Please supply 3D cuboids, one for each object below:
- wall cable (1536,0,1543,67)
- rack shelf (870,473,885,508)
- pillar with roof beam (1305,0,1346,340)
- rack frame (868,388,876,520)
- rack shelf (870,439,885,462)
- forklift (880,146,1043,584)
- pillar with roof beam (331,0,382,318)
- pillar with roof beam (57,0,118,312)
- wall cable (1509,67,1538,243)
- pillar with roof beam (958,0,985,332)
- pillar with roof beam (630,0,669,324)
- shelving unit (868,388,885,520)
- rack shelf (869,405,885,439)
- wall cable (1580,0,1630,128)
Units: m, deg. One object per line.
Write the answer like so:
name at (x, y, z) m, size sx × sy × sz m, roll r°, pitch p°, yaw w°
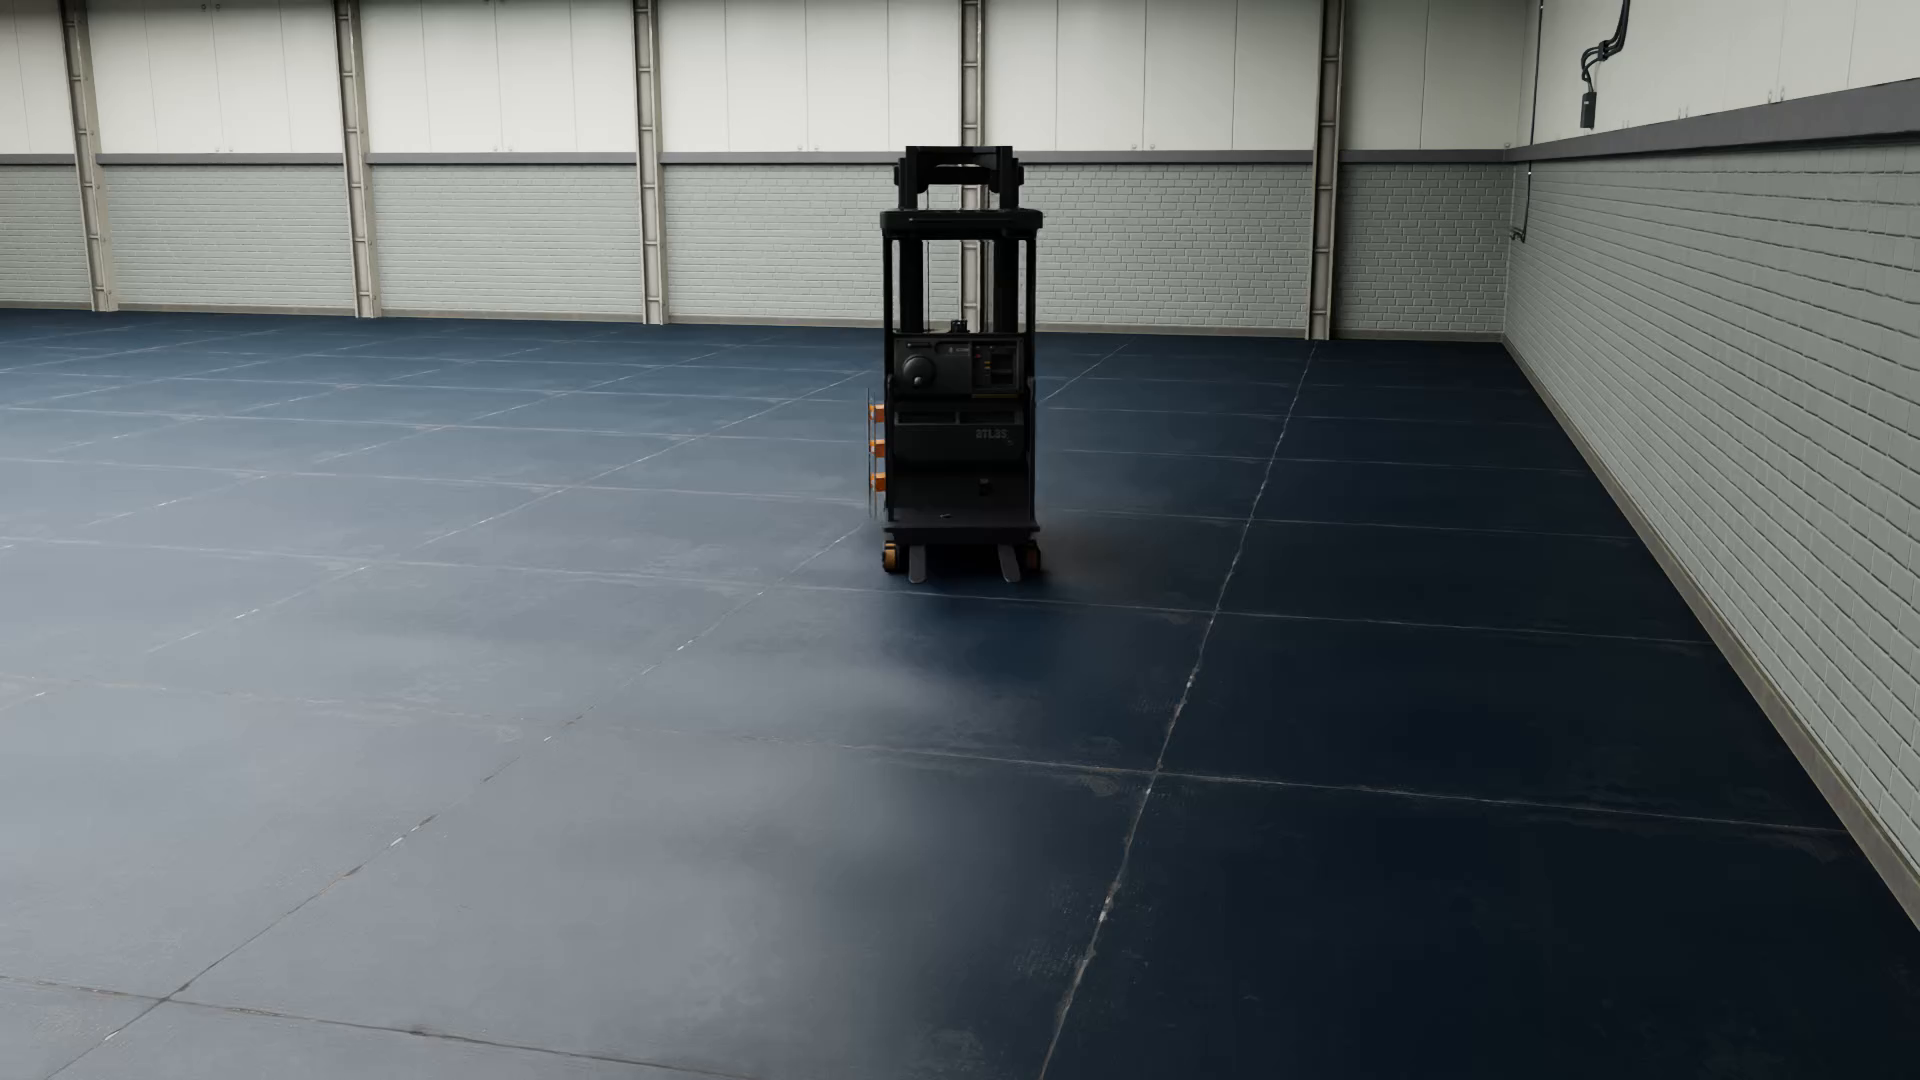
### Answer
wall cable at (7.919, -7.733, 22.323) m, size 0.112 × 2.526 × 3.097 m, roll 3°, pitch 13°, yaw 14°
rack shelf at (-0.595, -0.418, 13.524) m, size 0.240 × 0.259 × 0.215 m, roll -4°, pitch 13°, yaw -18°
pillar with roof beam at (4.993, -6.878, 22.960) m, size 0.400 × 9.000 × 9.100 m, roll 3°, pitch 13°, yaw 14°
rack frame at (-0.711, -0.691, 13.425) m, size 0.008 × 1.050 × 0.200 m, roll -4°, pitch 13°, yaw -18°
rack shelf at (-0.595, -0.689, 13.464) m, size 0.240 × 0.259 × 0.215 m, roll -4°, pitch 13°, yaw -18°
forklift at (0.002, -1.274, 11.709) m, size 1.130 × 2.935 × 3.031 m, roll 0°, pitch 13°, yaw -1°
pillar with roof beam at (-12.483, -7.812, 27.170) m, size 0.400 × 9.000 × 9.100 m, roll 3°, pitch 13°, yaw 14°
pillar with roof beam at (-18.308, -8.124, 28.574) m, size 0.400 × 9.000 × 9.100 m, roll 3°, pitch 13°, yaw 14°
wall cable at (8.567, -5.837, 25.434) m, size 0.112 × 2.526 × 3.097 m, roll 3°, pitch 13°, yaw 14°
pillar with roof beam at (-0.833, -7.190, 24.363) m, size 0.400 × 9.000 × 9.100 m, roll 3°, pitch 13°, yaw 14°
pillar with roof beam at (-6.658, -7.501, 25.767) m, size 0.400 × 9.000 × 9.100 m, roll 3°, pitch 13°, yaw 14°
shelving unit at (-0.595, -0.699, 13.462) m, size 0.252 × 1.050 × 0.215 m, roll -4°, pitch 13°, yaw -18°
rack shelf at (-0.595, -0.966, 13.403) m, size 0.240 × 0.259 × 0.215 m, roll -4°, pitch 13°, yaw -18°
wall cable at (6.277, -7.017, 15.735) m, size 0.169 × 6.003 × 2.305 m, roll 3°, pitch 13°, yaw 14°
